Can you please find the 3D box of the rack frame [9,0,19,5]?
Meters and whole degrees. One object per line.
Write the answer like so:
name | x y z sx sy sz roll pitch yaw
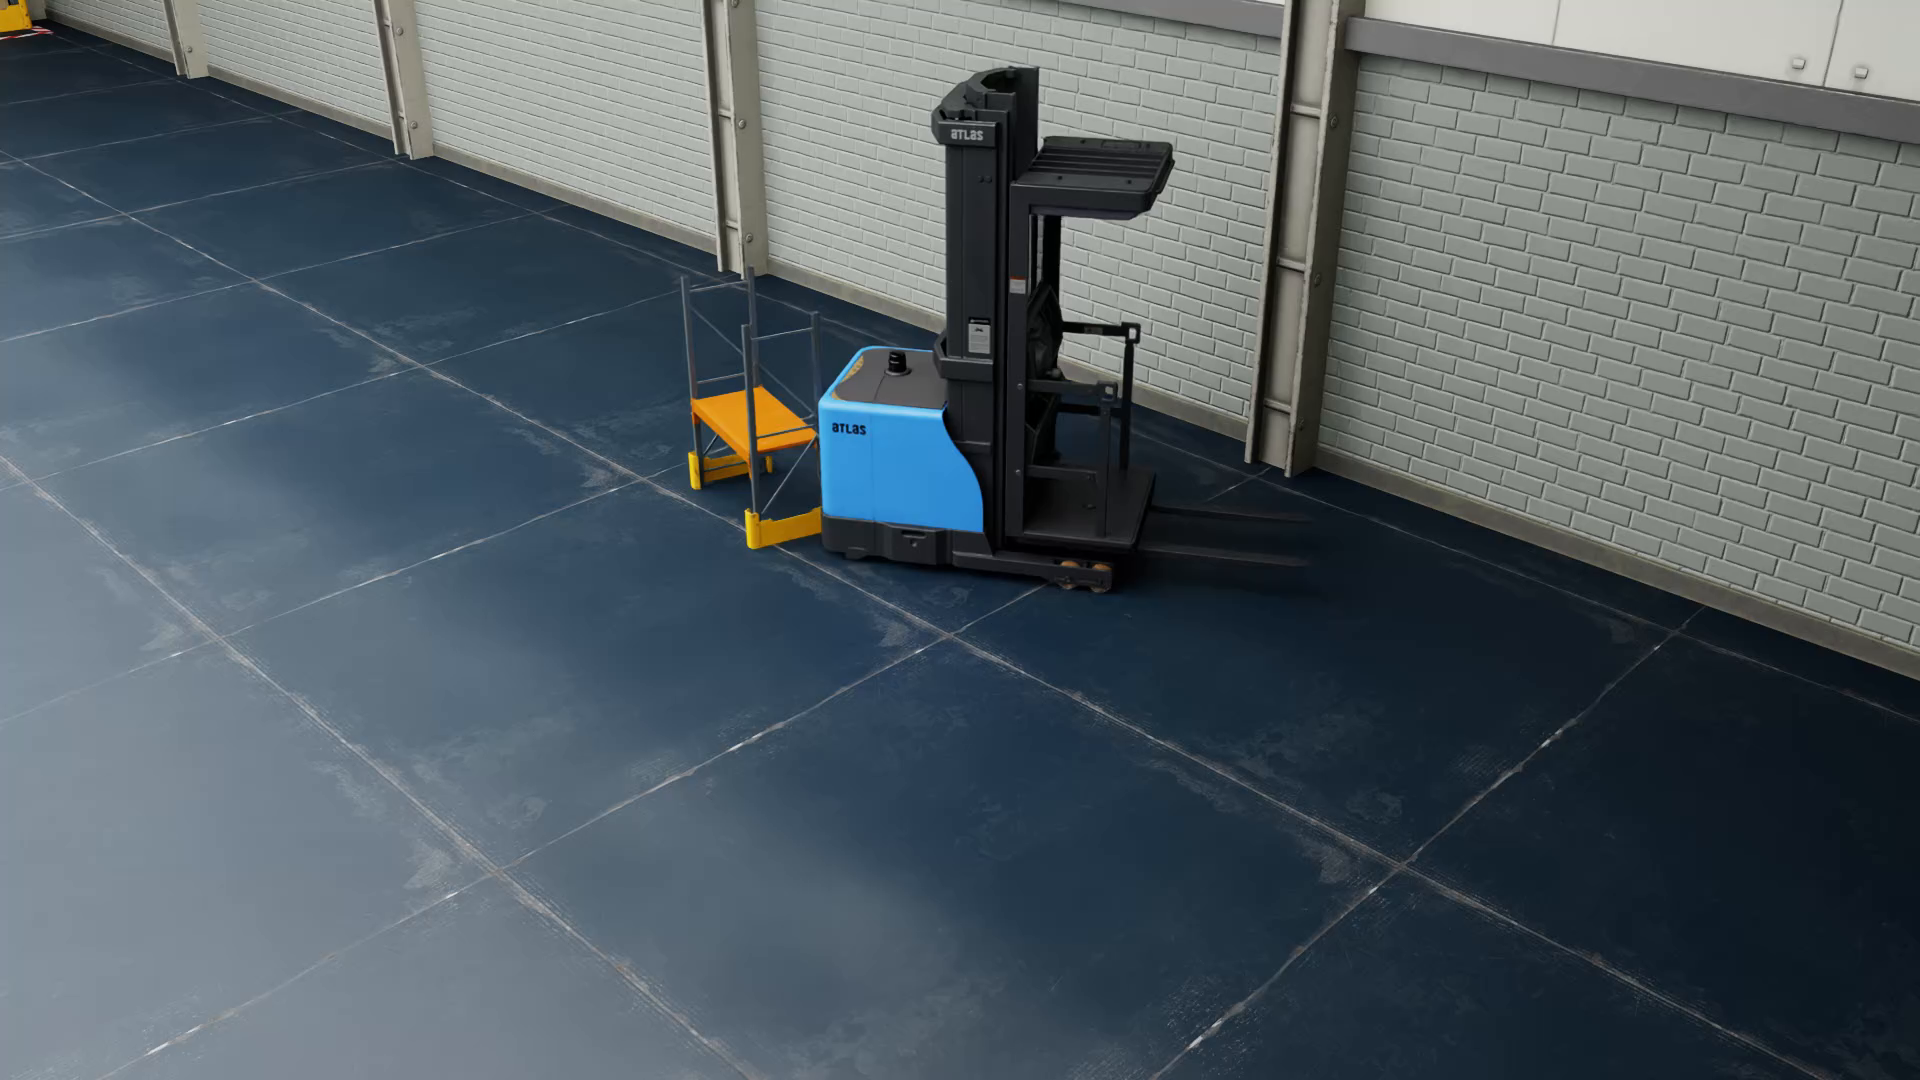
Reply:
rack frame | -14.984 -9.179 24.977 0.127 3.000 1.000 25 36 38

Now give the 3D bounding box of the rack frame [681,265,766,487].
rack frame | -1.582 -1.090 11.205 0.500 1.500 0.032 -15 31 -26

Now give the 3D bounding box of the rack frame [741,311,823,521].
rack frame | -1.087 -0.677 10.419 0.500 1.500 0.032 -15 31 -26

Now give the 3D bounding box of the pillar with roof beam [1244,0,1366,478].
pillar with roof beam | -0.753 -3.101 6.972 0.400 9.000 9.100 25 36 38

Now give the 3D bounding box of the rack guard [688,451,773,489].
rack guard | -1.582 -0.536 11.495 0.587 0.250 0.087 -15 31 -26

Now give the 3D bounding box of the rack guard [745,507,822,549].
rack guard | -1.096 -0.132 10.725 0.587 0.250 0.087 -15 31 -26

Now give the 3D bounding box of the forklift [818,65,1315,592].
forklift | 0.697 -1.252 9.976 3.031 2.935 1.130 6 28 12

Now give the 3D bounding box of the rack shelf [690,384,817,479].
rack shelf | -1.335 -0.724 10.896 0.538 0.185 1.000 -15 31 -26

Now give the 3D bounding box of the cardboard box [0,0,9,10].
cardboard box | -15.197 -8.373 25.948 0.500 0.250 0.500 25 37 39

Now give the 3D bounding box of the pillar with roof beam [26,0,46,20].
pillar with roof beam | -17.867 -10.932 21.865 0.400 9.000 9.100 25 36 38

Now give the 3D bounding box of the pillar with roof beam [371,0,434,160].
pillar with roof beam | -9.310 -7.017 14.418 0.400 9.000 9.100 25 36 38

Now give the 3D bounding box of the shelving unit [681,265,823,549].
shelving unit | -1.339 -0.887 10.819 0.587 1.500 1.083 -15 31 -26

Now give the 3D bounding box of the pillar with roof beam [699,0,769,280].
pillar with roof beam | -5.031 -5.059 10.695 0.400 9.000 9.100 25 36 38

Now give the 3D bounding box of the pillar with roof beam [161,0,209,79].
pillar with roof beam | -13.588 -8.974 18.142 0.400 9.000 9.100 25 36 38

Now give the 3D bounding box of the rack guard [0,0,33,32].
rack guard | -14.967 -8.065 25.544 0.348 0.500 1.175 25 36 38
